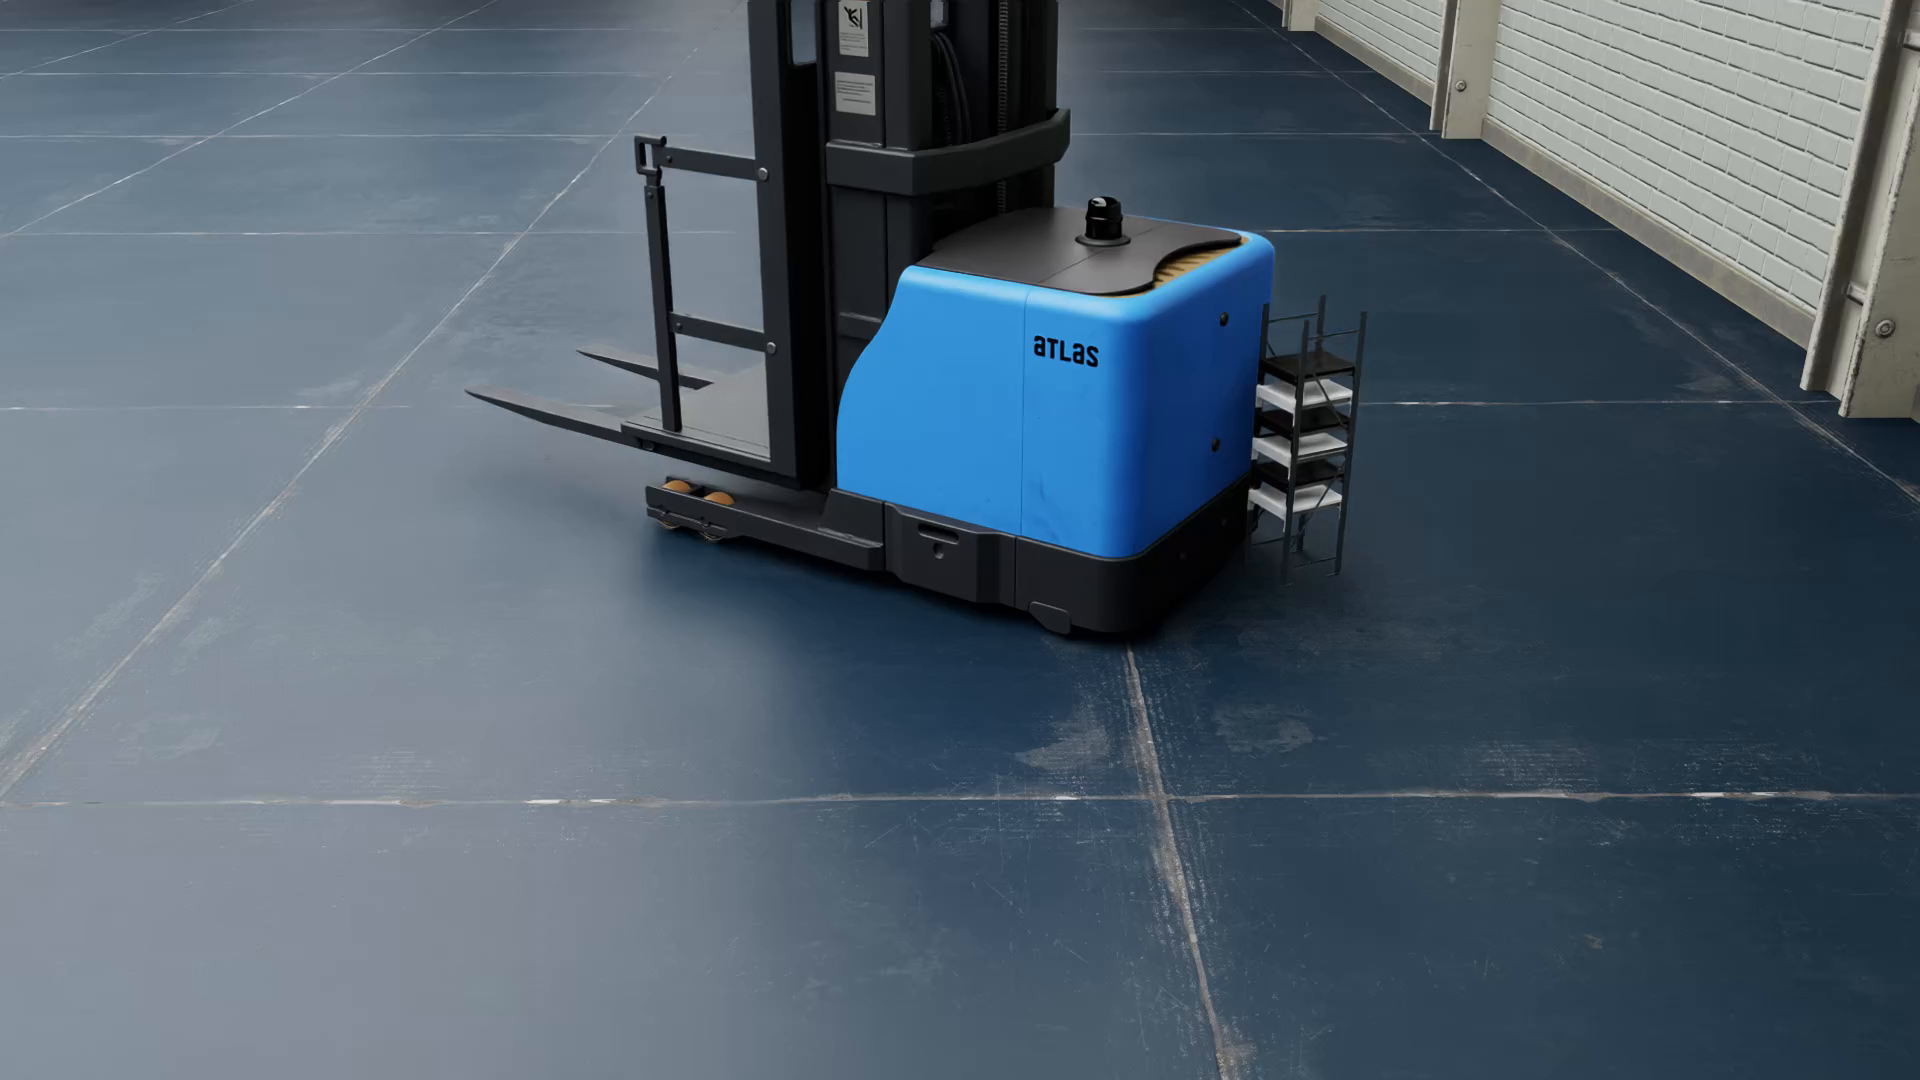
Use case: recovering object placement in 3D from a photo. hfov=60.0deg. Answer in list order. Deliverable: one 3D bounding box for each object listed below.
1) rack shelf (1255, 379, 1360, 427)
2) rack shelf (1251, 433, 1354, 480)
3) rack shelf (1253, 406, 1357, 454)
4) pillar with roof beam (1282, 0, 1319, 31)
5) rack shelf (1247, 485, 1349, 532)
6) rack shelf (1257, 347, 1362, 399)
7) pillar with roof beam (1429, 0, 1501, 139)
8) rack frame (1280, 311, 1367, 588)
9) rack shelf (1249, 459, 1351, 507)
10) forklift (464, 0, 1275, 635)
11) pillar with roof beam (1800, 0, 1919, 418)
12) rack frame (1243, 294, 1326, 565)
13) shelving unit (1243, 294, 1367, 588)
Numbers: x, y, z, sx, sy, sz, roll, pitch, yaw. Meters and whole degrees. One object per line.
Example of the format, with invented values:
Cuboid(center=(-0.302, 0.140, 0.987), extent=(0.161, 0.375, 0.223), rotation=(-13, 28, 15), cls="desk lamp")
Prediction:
Cuboid(center=(1.102, -0.447, 5.290), extent=(0.258, 0.077, 0.200), rotation=(-12, 27, -24), cls="rack shelf")
Cuboid(center=(1.102, -0.283, 5.364), extent=(0.258, 0.077, 0.200), rotation=(-12, 27, -24), cls="rack shelf")
Cuboid(center=(1.102, -0.365, 5.327), extent=(0.258, 0.077, 0.200), rotation=(-12, 27, -24), cls="rack shelf")
Cuboid(center=(-0.632, -9.614, 16.086), extent=(9.100, 9.000, 0.400), rotation=(0, 24, -1), cls="pillar with roof beam")
Cuboid(center=(1.102, -0.119, 5.438), extent=(0.258, 0.077, 0.200), rotation=(-12, 27, -24), cls="rack shelf")
Cuboid(center=(1.102, -0.529, 5.253), extent=(0.258, 0.077, 0.200), rotation=(-12, 27, -24), cls="rack shelf")
Cuboid(center=(-0.566, -7.141, 10.619), extent=(9.100, 9.000, 0.400), rotation=(0, 24, -1), cls="pillar with roof beam")
Cuboid(center=(1.148, -0.275, 5.267), extent=(0.240, 0.900, 0.006), rotation=(-12, 27, -24), cls="rack frame")
Cuboid(center=(1.102, -0.201, 5.401), extent=(0.258, 0.077, 0.200), rotation=(-12, 27, -24), cls="rack shelf")
Cuboid(center=(-0.495, -1.497, 5.503), extent=(3.031, 2.935, 1.130), rotation=(15, 28, 30), cls="forklift")
Cuboid(center=(-0.501, -4.669, 5.153), extent=(9.100, 9.000, 0.400), rotation=(0, 24, -1), cls="pillar with roof beam")
Cuboid(center=(1.057, -0.350, 5.433), extent=(0.240, 0.900, 0.006), rotation=(-12, 27, -24), cls="rack frame")
Cuboid(center=(1.102, -0.313, 5.350), extent=(0.258, 0.900, 0.210), rotation=(-12, 27, -24), cls="shelving unit")
